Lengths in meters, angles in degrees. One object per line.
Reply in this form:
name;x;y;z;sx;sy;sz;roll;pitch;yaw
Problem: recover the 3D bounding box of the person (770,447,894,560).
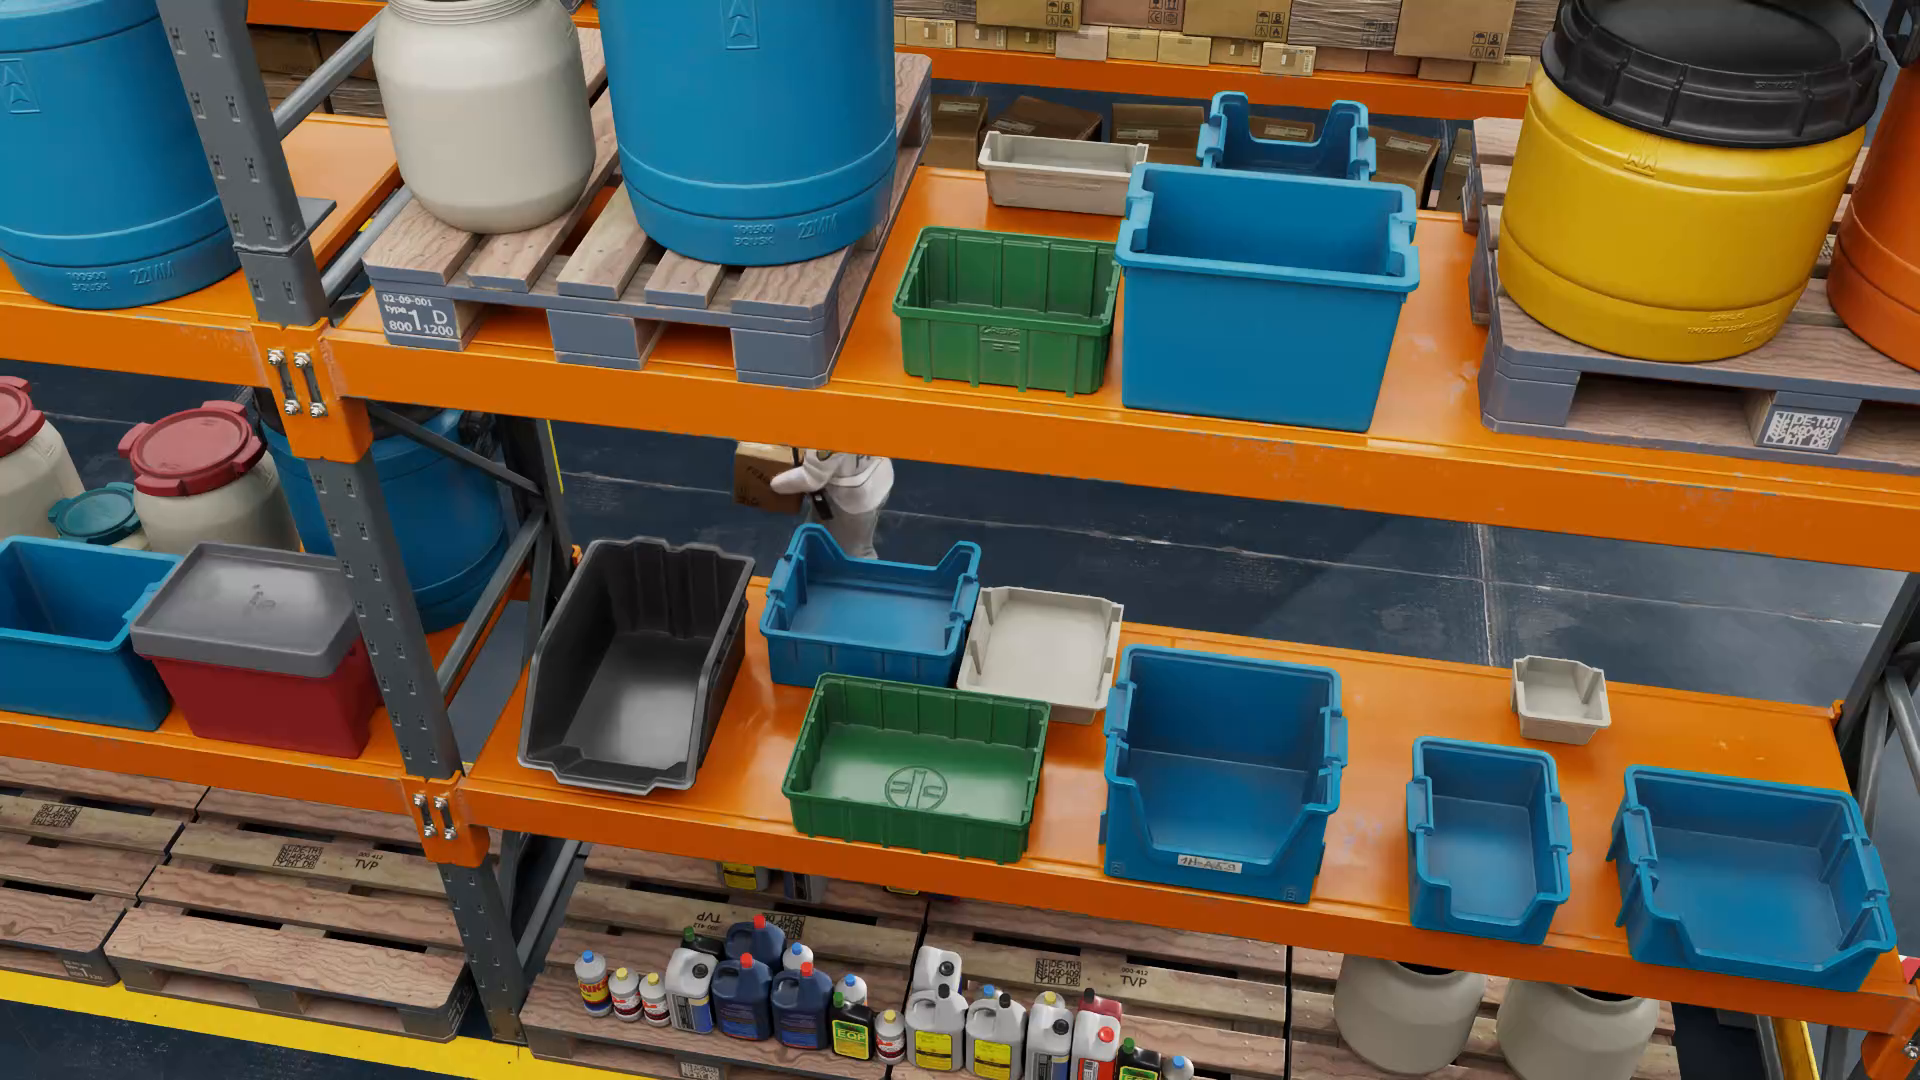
person;-0.481;-0.179;6.336;0.548;1.699;0.469;15;43;17
